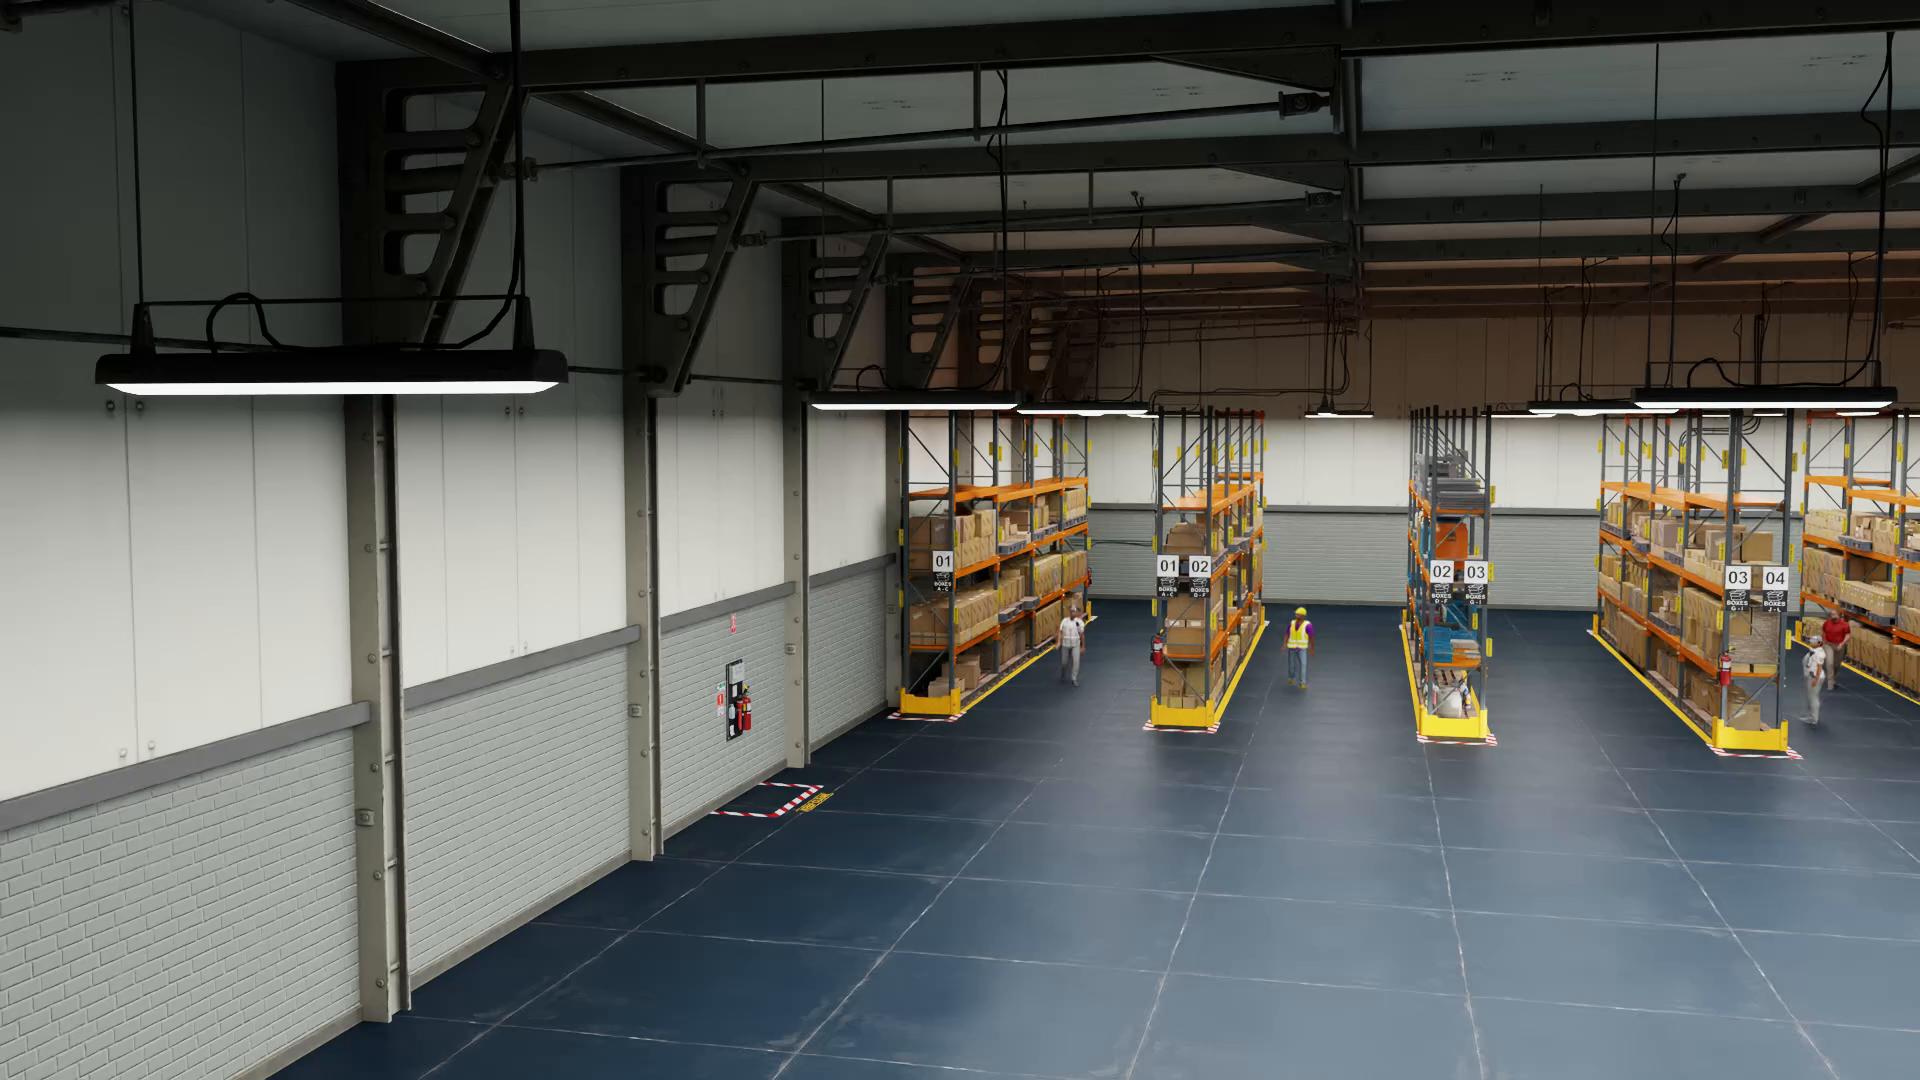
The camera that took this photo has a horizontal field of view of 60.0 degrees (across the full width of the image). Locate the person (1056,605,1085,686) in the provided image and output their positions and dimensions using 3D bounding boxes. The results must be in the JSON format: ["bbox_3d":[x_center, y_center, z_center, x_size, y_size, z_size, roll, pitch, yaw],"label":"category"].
[{"bbox_3d":[2.400,2.262,36.128,0.648,1.720,0.961,0,4,-1],"label":"person"}]

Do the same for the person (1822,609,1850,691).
[{"bbox_3d":[18.795,2.345,35.669,0.483,1.741,0.947,1,4,15],"label":"person"}]

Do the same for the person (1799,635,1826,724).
[{"bbox_3d":[16.174,2.637,31.542,0.408,1.675,0.502,2,4,24],"label":"person"}]

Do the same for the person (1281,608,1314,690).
[{"bbox_3d":[7.213,2.311,35.514,0.703,1.726,1.002,1,4,7],"label":"person"}]
